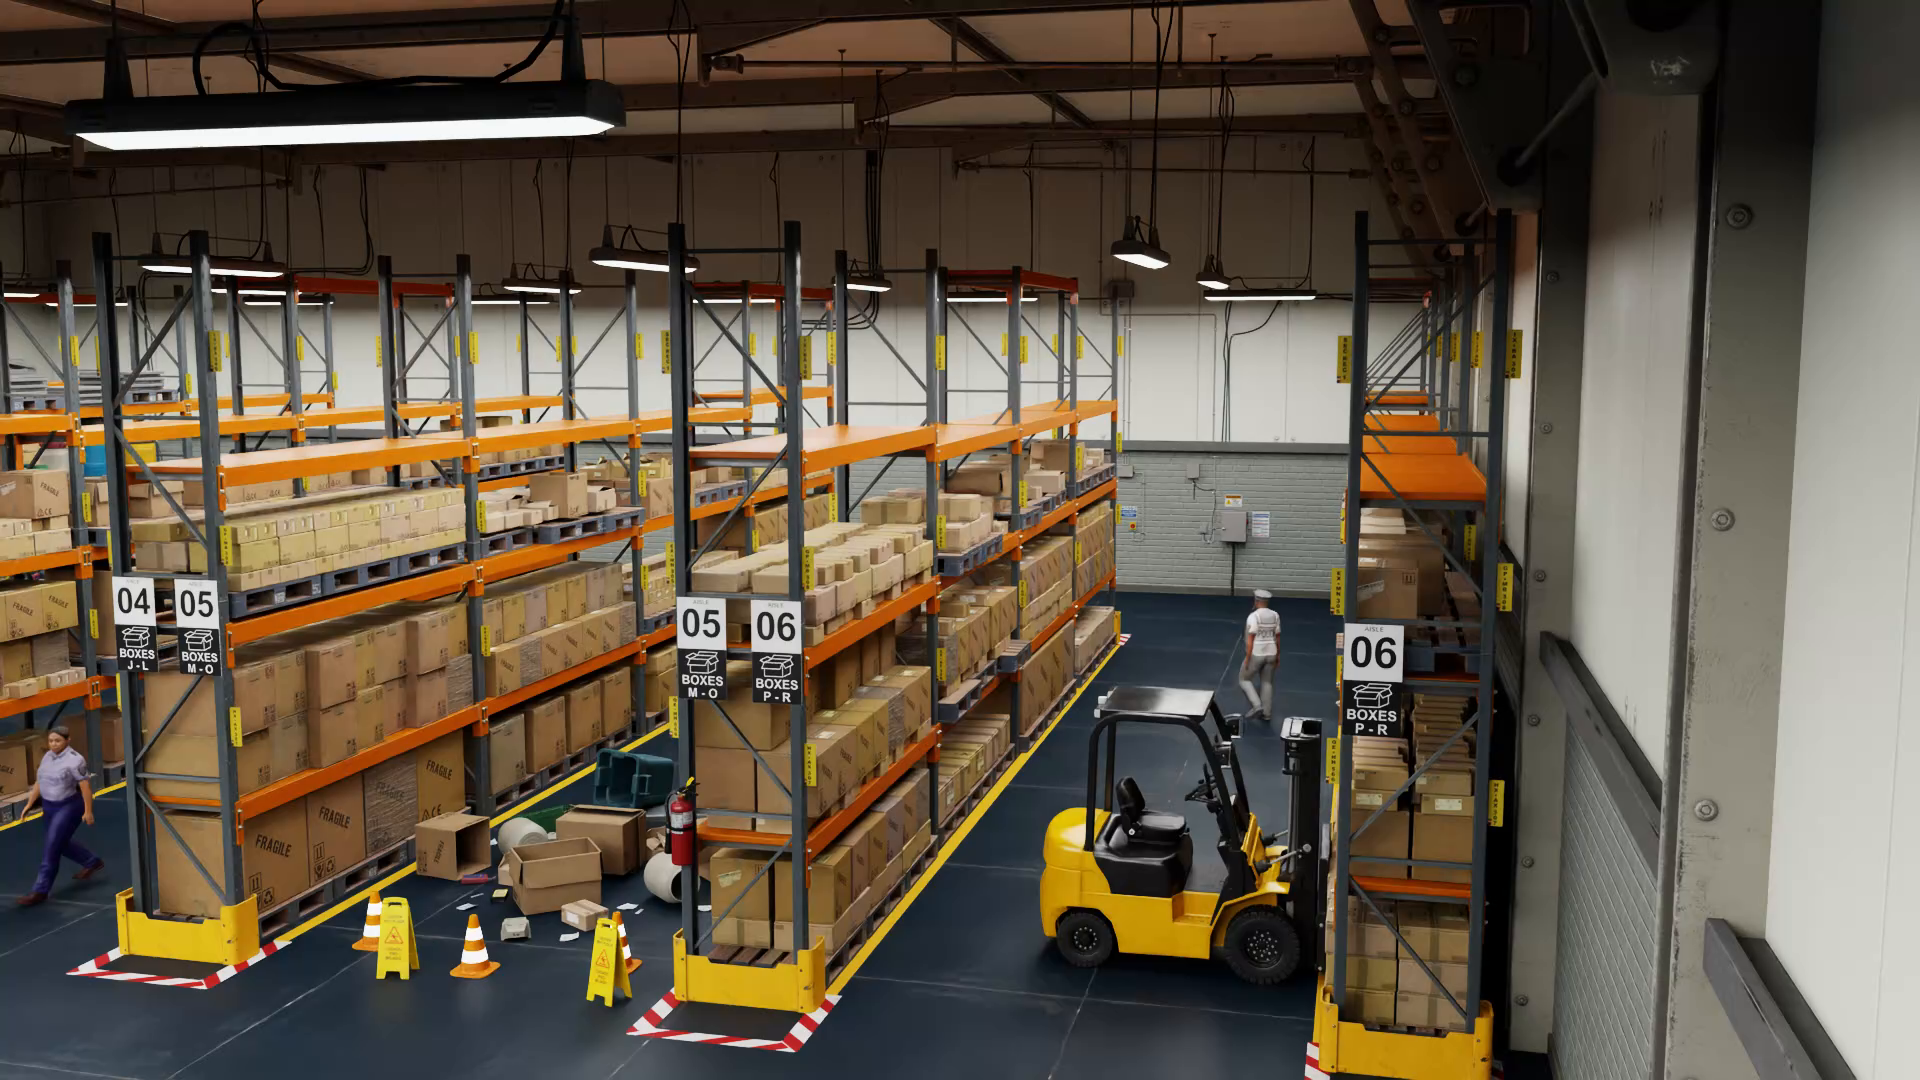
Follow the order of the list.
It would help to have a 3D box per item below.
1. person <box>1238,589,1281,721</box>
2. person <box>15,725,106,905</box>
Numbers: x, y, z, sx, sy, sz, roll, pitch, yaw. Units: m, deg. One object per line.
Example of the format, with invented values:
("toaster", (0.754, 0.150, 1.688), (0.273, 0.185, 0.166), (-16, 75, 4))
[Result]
("person", (4.077, 1.558, 22.448), (0.587, 1.763, 0.464), (-3, 8, -25))
("person", (-8.339, 2.513, 15.411), (0.556, 1.580, 0.940), (3, 8, 24))
